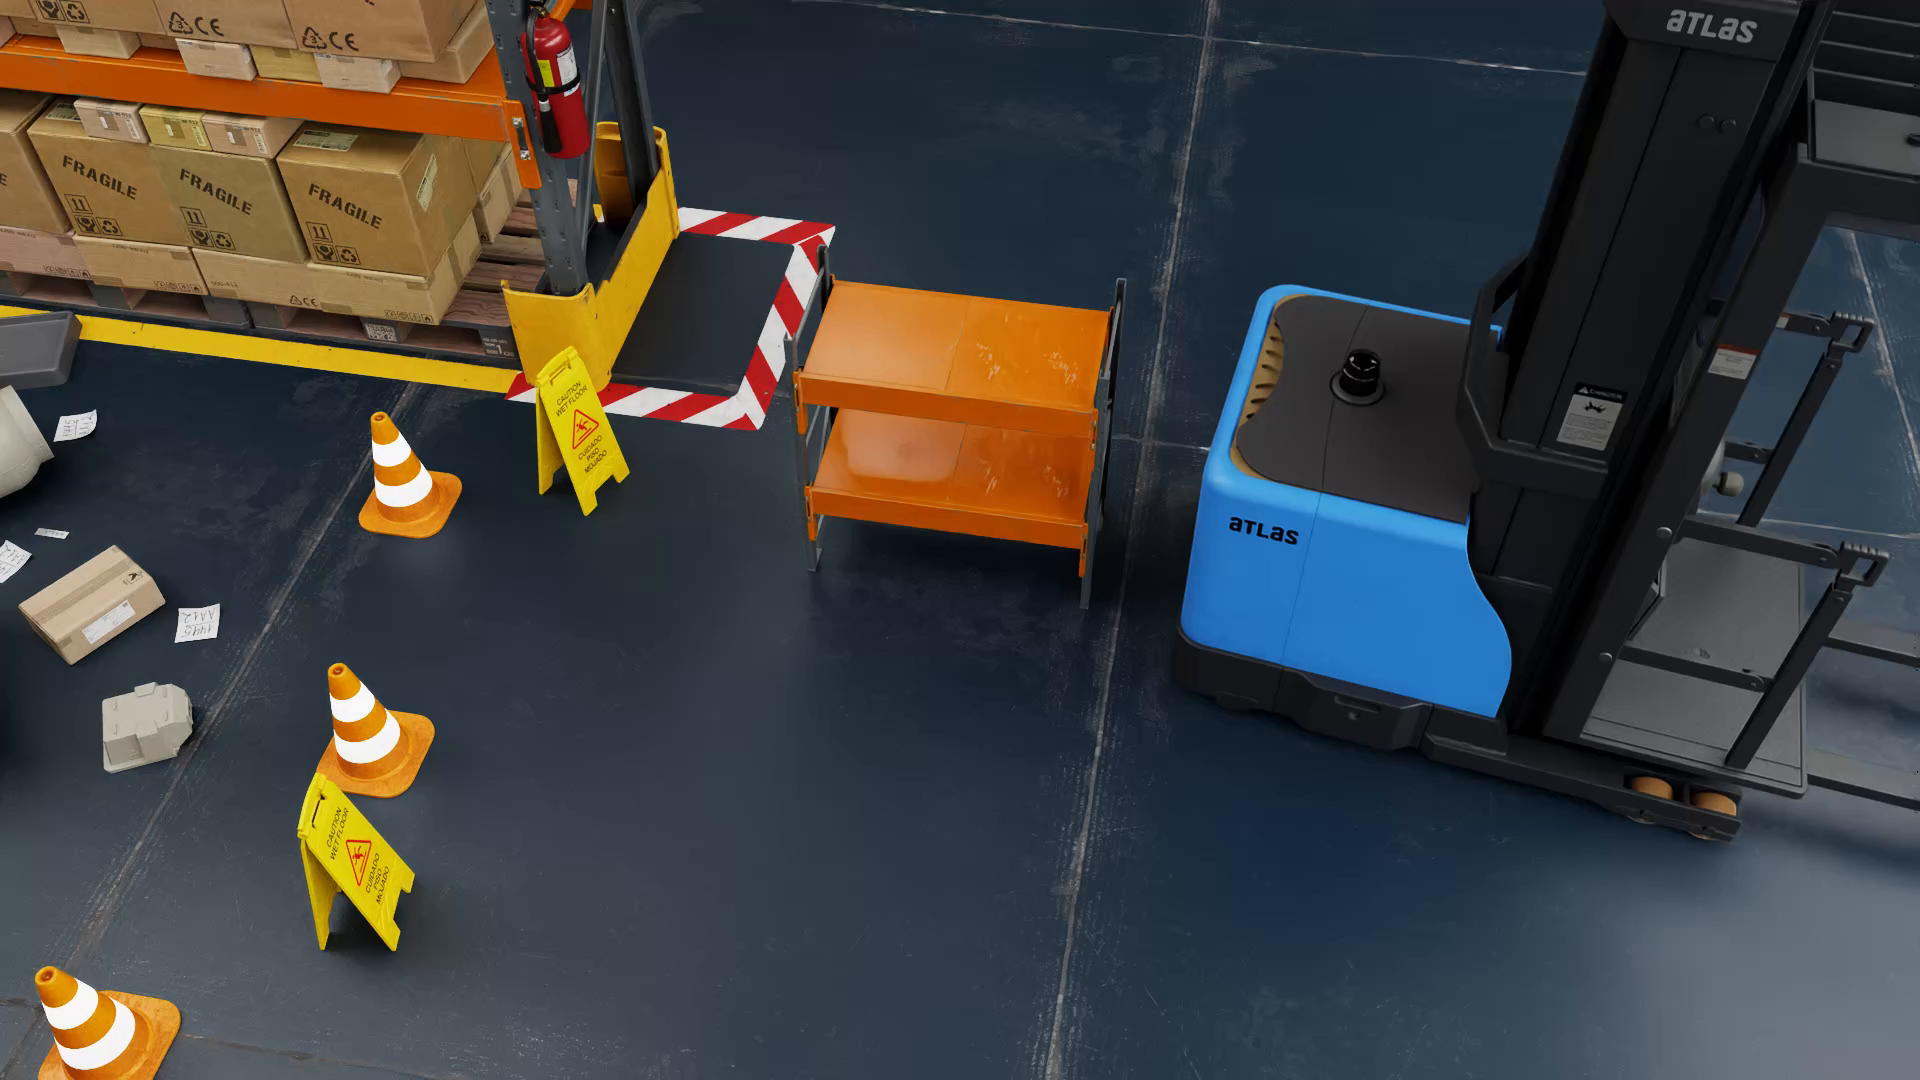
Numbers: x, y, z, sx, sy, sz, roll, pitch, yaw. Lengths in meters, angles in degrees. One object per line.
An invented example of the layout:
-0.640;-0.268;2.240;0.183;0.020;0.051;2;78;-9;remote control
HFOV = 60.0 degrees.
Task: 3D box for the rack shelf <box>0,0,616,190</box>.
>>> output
-3.419;-2.053;6.562;4.000;0.370;1.077;8;49;7;rack shelf

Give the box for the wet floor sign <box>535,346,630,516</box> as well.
-1.454;-0.434;6.206;0.232;0.644;0.267;23;52;20;wet floor sign

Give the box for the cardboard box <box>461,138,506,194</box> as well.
-2.219;-1.813;6.924;0.500;0.500;0.500;6;48;6;cardboard box

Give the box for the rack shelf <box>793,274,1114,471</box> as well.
-0.007;-0.572;5.615;1.000;0.278;0.538;8;49;7;rack shelf

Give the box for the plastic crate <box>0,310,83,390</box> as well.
-3.988;-0.774;6.892;0.583;0.080;0.402;-7;48;-7;plastic crate

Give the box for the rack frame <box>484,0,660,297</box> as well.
-1.451;-2.029;6.057;0.127;3.000;1.000;8;49;7;rack frame

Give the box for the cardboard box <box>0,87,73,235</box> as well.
-3.816;-1.622;6.753;0.500;0.500;0.500;10;49;9;cardboard box

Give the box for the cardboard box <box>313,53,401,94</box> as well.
-2.126;-1.790;6.011;0.250;0.149;0.380;7;48;6;cardboard box

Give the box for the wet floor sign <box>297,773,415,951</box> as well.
-1.851;0.949;4.963;0.232;0.644;0.267;0;48;0;wet floor sign

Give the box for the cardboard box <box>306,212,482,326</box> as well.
-2.318;-1.164;6.845;0.500;0.250;0.500;7;48;7;cardboard box

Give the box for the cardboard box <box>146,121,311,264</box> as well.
-2.800;-1.483;6.628;0.500;0.500;0.500;9;49;8;cardboard box

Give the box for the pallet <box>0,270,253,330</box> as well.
-3.516;-1.403;7.369;1.213;0.211;1.003;8;49;7;pallet

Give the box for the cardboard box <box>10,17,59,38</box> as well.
-3.358;-2.054;6.248;0.250;0.149;0.380;8;49;7;cardboard box

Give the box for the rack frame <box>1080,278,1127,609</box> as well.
0.494;-0.310;5.772;0.032;1.125;0.500;8;49;7;rack frame

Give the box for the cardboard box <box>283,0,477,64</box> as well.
-2.034;-2.032;5.792;0.500;0.500;0.500;7;48;6;cardboard box

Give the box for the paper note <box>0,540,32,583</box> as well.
-3.544;0.077;6.168;0.142;0.019;0.148;23;52;20;paper note

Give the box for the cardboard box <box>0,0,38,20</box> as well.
-3.513;-2.251;5.989;0.500;0.500;0.500;8;49;7;cardboard box

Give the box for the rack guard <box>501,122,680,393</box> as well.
-1.526;-1.204;6.995;0.348;0.500;1.175;8;49;7;rack guard

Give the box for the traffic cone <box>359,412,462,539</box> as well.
-2.103;-0.294;6.203;0.334;0.463;0.336;8;49;7;traffic cone

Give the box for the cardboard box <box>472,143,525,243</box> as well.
-2.195;-1.559;7.201;0.500;0.250;0.500;7;48;7;cardboard box

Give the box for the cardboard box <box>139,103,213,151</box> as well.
-2.906;-1.668;6.358;0.250;0.149;0.380;8;49;7;cardboard box

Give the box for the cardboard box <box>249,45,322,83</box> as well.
-2.374;-1.840;6.055;0.250;0.149;0.380;7;48;6;cardboard box

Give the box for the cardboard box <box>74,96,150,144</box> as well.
-3.165;-1.704;6.391;0.250;0.149;0.380;10;49;8;cardboard box

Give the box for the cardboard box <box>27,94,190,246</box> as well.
-3.295;-1.555;6.692;0.500;0.500;0.500;7;48;6;cardboard box

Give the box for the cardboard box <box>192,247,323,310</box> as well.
-2.802;-1.235;6.909;0.500;0.250;0.500;8;49;7;cardboard box

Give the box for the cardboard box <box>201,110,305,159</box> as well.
-2.659;-1.632;6.326;0.250;0.149;0.380;9;49;8;cardboard box

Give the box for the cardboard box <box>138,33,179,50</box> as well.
-2.860;-1.989;6.189;0.250;0.149;0.380;8;49;7;cardboard box

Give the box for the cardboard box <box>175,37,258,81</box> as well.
-2.633;-1.852;6.066;0.250;0.149;0.380;8;49;8;cardboard box

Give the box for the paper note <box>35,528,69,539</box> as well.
-3.422;-0.025;6.266;0.123;0.001;0.032;8;49;7;paper note

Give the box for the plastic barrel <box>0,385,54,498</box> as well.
-3.753;-0.333;6.265;0.512;0.421;0.421;-32;55;-25;plastic barrel

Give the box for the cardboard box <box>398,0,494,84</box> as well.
-1.857;-1.838;6.054;0.250;0.149;0.380;9;49;8;cardboard box

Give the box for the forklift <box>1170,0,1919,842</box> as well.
2.301;-0.458;4.691;3.031;2.935;1.130;14;50;12;forklift

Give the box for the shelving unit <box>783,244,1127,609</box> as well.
-0.007;-0.377;5.832;1.048;1.125;0.538;8;49;7;shelving unit

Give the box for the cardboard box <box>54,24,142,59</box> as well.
-3.128;-1.956;6.160;0.250;0.149;0.380;7;48;6;cardboard box

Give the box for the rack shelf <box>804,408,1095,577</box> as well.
-0.007;-0.213;6.014;1.000;0.278;0.538;8;49;7;rack shelf

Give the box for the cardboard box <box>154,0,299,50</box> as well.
-2.526;-2.102;5.855;0.500;0.500;0.500;8;49;7;cardboard box

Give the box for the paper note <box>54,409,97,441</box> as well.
-3.533;-0.459;6.642;0.148;0.019;0.142;-7;48;-7;paper note

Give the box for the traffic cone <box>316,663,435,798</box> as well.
-1.966;0.564;5.432;0.334;0.463;0.336;8;49;7;traffic cone

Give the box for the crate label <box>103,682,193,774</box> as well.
-2.751;0.614;5.606;0.298;0.136;0.250;-15;50;-13;crate label

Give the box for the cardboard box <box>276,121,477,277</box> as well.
-2.286;-1.416;6.568;0.500;0.500;0.500;8;49;7;cardboard box

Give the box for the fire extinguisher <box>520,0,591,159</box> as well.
-1.420;-1.651;5.769;0.183;0.674;0.296;8;49;7;fire extinguisher

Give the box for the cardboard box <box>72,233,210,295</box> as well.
-3.318;-1.300;6.968;0.500;0.250;0.500;6;48;5;cardboard box

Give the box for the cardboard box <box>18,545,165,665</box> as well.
-3.099;0.229;5.944;0.250;0.149;0.380;32;56;26;cardboard box

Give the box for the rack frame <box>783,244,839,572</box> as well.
-0.507;-0.444;5.893;0.032;1.125;0.500;8;49;7;rack frame

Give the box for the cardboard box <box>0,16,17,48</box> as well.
-3.624;-2.009;6.207;0.250;0.149;0.380;7;48;7;cardboard box

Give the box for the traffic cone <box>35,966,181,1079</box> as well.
-2.502;1.346;4.730;0.334;0.463;0.336;8;49;7;traffic cone

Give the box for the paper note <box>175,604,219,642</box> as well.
-2.735;0.295;5.964;0.142;0.019;0.148;-7;48;-7;paper note

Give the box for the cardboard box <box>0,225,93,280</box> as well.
-3.805;-1.373;7.034;0.500;0.250;0.500;7;48;6;cardboard box

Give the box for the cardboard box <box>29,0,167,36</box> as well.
-3.018;-2.170;5.916;0.500;0.500;0.500;7;48;7;cardboard box

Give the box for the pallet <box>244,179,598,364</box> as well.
-2.319;-1.240;7.223;1.213;0.211;1.003;8;49;7;pallet
